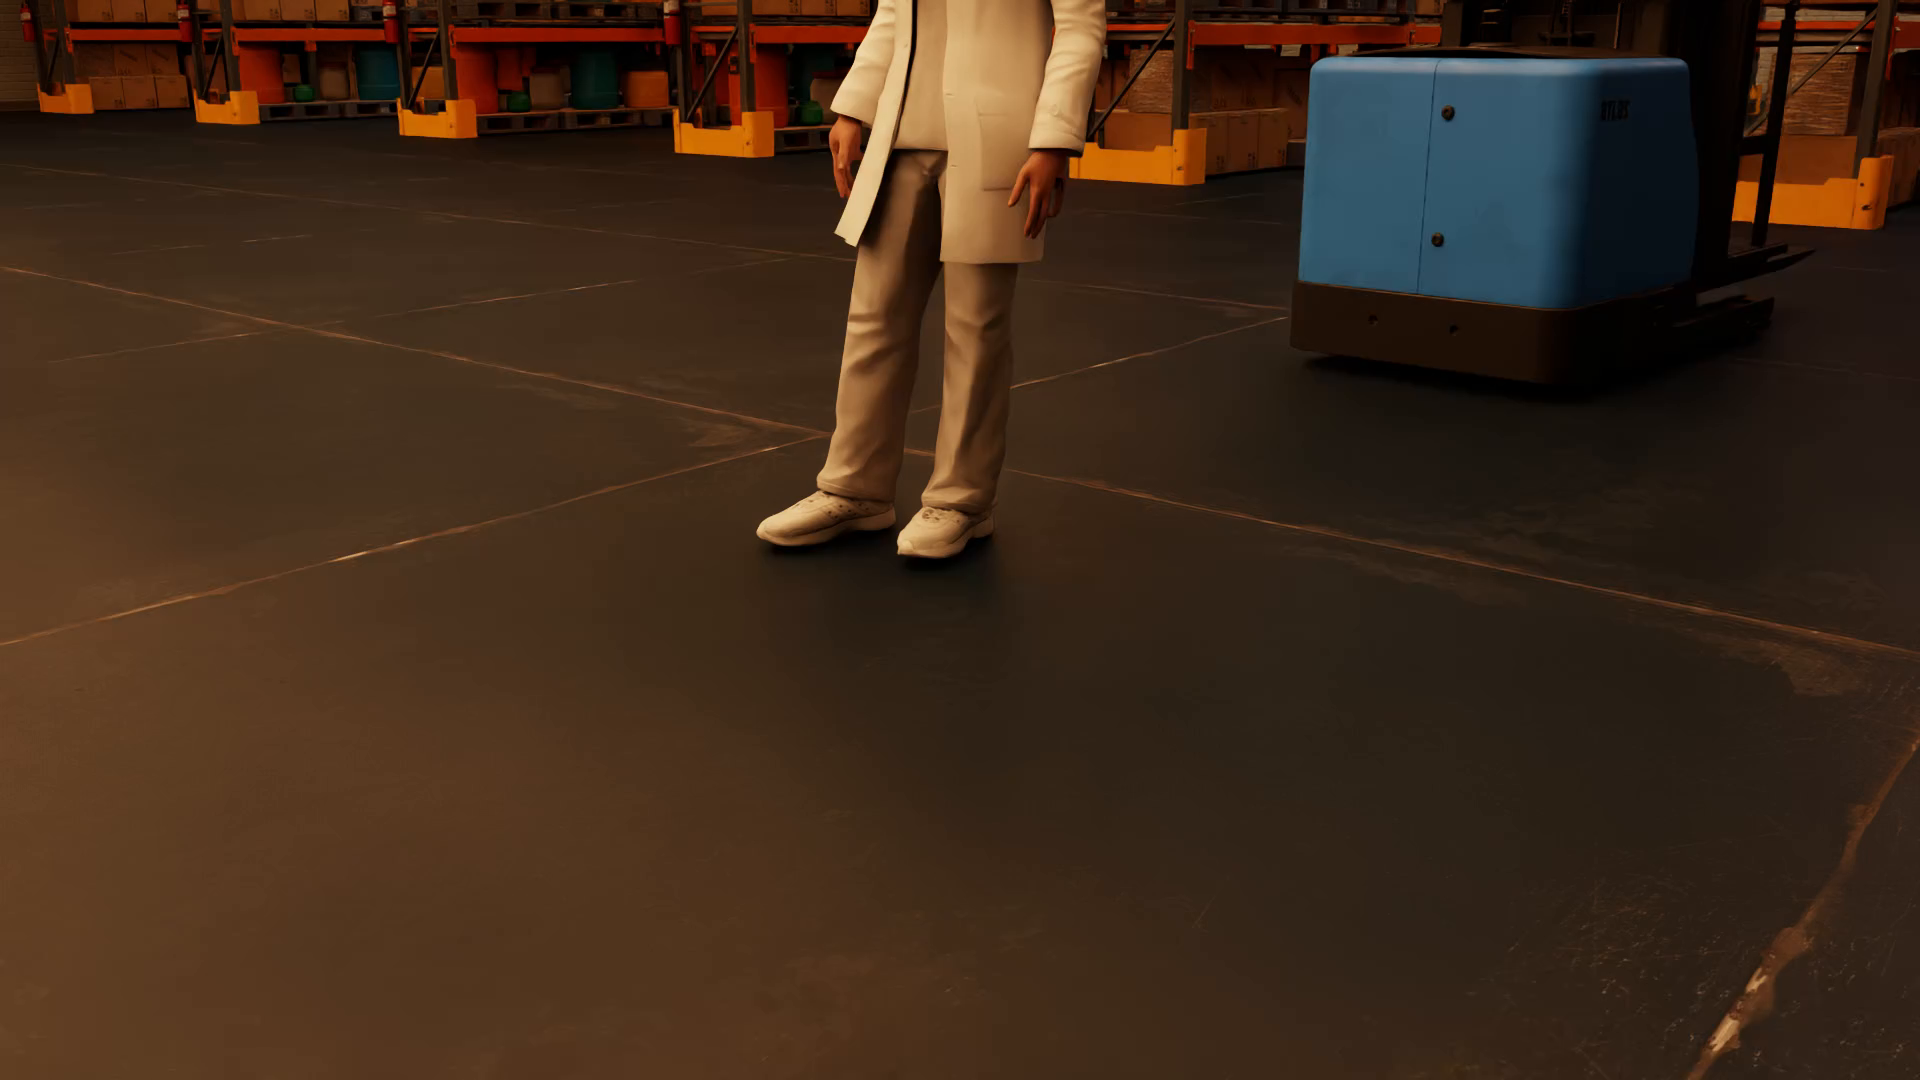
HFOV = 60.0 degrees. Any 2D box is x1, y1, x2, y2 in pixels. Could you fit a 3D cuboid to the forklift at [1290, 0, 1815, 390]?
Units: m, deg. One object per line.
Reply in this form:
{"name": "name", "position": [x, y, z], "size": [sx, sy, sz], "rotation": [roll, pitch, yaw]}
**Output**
{"name": "forklift", "position": [2.566, -2.246, 6.293], "size": [1.130, 2.935, 3.031], "rotation": [15, 23, 41]}

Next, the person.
{"name": "person", "position": [-0.061, -0.838, 3.618], "size": [0.696, 1.776, 0.581], "rotation": [13, 21, 37]}
